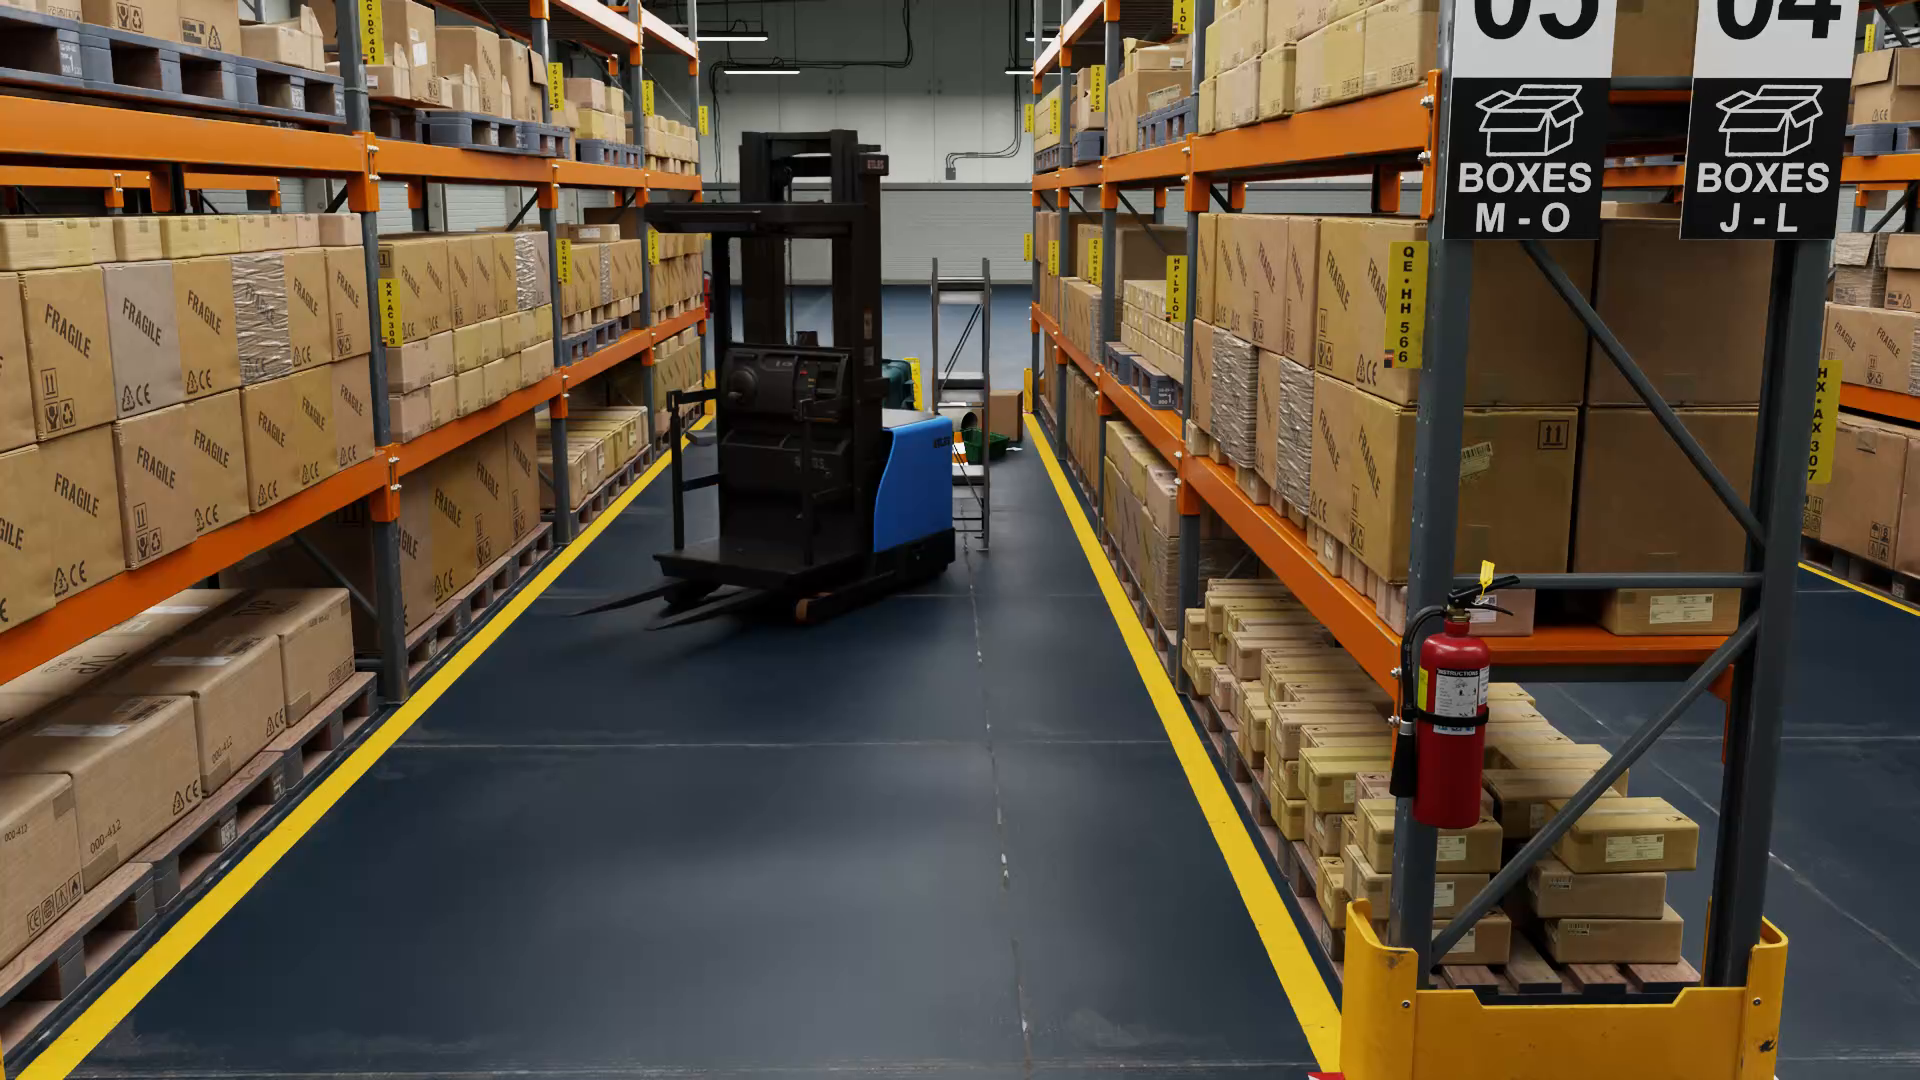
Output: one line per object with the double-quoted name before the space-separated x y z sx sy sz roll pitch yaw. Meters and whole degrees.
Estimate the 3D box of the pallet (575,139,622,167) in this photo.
"pallet" -3.556 -3.277 14.095 1.213 0.211 1.003 0 11 -1

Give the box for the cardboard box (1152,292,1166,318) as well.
"cardboard box" 1.389 -1.444 10.213 0.380 0.149 0.250 0 11 -2

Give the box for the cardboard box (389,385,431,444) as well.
"cardboard box" -3.066 -0.653 8.611 0.500 0.250 0.500 -1 11 -2

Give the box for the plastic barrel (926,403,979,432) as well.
"plastic barrel" -0.097 -1.225 17.534 0.512 0.421 0.421 9 15 38

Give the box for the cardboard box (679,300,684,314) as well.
"cardboard box" -3.251 -2.573 18.328 0.380 0.149 0.250 0 11 -2

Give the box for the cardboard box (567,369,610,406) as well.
"cardboard box" -3.767 -1.571 16.729 0.500 0.500 0.500 0 11 -2

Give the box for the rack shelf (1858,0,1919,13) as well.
"rack shelf" 6.463 -4.263 13.754 1.077 0.370 4.000 0 11 -1

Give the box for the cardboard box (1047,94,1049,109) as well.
"cardboard box" 1.109 -4.583 17.382 0.380 0.149 0.250 0 11 -2

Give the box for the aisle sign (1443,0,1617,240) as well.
"aisle sign" 1.410 -1.142 4.103 0.394 0.787 0.004 0 11 -1

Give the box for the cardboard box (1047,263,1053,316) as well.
"cardboard box" 1.402 -2.737 18.131 0.875 0.550 0.500 0 11 -1

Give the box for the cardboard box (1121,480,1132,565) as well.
"cardboard box" 1.332 -0.111 10.791 0.500 0.500 0.500 -1 11 -3

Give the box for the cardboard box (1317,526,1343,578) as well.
"cardboard box" 1.403 0.026 5.517 0.380 0.149 0.250 0 11 0

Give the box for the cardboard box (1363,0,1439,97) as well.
"cardboard box" 1.435 -1.369 4.596 0.500 0.250 0.500 0 11 -2

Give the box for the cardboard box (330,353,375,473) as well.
"cardboard box" -3.056 -0.596 7.700 0.500 0.500 0.500 0 11 -1

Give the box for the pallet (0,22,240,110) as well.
"pallet" -3.292 -1.660 5.876 1.003 0.211 1.213 0 11 -1

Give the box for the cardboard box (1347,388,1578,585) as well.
"cardboard box" 1.442 -0.166 4.835 0.500 0.500 0.500 0 11 0

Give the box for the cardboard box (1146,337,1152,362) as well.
"cardboard box" 1.380 -1.203 10.520 0.380 0.149 0.250 0 11 0

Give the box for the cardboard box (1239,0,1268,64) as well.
"cardboard box" 1.398 -2.024 6.568 0.500 0.250 0.500 0 11 0

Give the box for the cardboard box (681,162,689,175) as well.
"cardboard box" -3.273 -4.198 18.796 0.380 0.149 0.250 0 11 1

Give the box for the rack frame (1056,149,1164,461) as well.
"rack frame" 1.461 -2.269 16.197 1.000 3.000 0.127 0 11 -1

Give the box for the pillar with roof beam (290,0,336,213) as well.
"pillar with roof beam" -5.238 -7.011 24.482 9.100 9.000 0.400 0 11 -1

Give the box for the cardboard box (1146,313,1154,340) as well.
"cardboard box" 1.381 -1.349 10.492 0.380 0.149 0.250 0 11 -2

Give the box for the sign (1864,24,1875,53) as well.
"sign" 10.741 -5.921 19.636 0.100 0.325 0.005 0 11 -1

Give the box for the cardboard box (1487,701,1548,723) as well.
"cardboard box" 1.950 0.702 6.173 0.380 0.149 0.250 0 11 1

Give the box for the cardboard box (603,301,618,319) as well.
"cardboard box" -3.193 -2.007 14.483 0.380 0.149 0.250 0 11 -1

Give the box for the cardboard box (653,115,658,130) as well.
"cardboard box" -3.197 -4.134 16.474 0.380 0.149 0.250 -1 11 -3

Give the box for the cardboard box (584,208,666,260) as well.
"cardboard box" -3.279 -3.001 16.295 0.700 0.500 0.500 0 11 -2

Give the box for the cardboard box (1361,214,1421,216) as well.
"cardboard box" 1.918 -1.066 6.756 0.500 0.500 0.500 0 11 0

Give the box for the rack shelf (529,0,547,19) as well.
"rack shelf" -3.362 -3.427 9.634 1.077 0.370 4.000 0 11 -1

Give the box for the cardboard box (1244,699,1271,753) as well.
"cardboard box" 1.356 0.747 6.700 0.380 0.149 0.250 0 11 -1

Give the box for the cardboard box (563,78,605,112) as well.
"cardboard box" -3.304 -3.758 14.059 0.500 0.250 0.500 0 11 0

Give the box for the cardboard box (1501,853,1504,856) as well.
"cardboard box" 1.918 1.102 5.699 0.380 0.149 0.250 0 11 -1

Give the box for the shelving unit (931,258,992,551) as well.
"shelving unit" 0.003 -0.996 12.188 0.431 2.100 0.503 0 11 -1

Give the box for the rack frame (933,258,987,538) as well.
"rack frame" -0.002 -1.045 12.427 0.400 2.100 0.015 0 11 -1

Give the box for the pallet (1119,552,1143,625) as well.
"pallet" 1.580 0.290 10.597 1.003 0.211 1.213 0 11 -1

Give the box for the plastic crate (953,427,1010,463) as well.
"plastic crate" 0.147 -0.948 16.615 0.450 0.188 0.662 17 18 26

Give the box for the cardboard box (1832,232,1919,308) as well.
"cardboard box" 6.503 -1.869 11.453 0.797 0.503 0.637 0 11 1

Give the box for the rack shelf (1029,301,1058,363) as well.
"rack shelf" 1.419 -2.314 18.228 1.077 0.370 4.000 0 11 -1

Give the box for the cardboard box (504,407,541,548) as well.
"cardboard box" -3.472 -0.460 11.570 0.875 0.875 0.875 0 11 -2

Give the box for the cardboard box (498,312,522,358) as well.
"cardboard box" -3.094 -1.306 10.571 0.500 0.250 0.500 -1 11 -3

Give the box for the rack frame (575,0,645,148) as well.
"rack frame" -3.486 -5.168 15.402 1.000 3.000 0.127 0 11 -1

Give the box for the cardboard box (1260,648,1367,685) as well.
"cardboard box" 1.467 0.552 6.910 0.380 0.149 0.250 -1 11 -4

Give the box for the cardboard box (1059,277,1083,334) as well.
"cardboard box" 1.202 -2.212 15.667 0.500 0.500 0.500 0 11 -1

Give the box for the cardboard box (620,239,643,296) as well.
"cardboard box" -3.247 -2.538 15.469 0.500 0.500 0.500 0 11 -2

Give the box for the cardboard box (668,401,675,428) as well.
"cardboard box" -3.251 -1.311 17.336 0.500 0.250 0.500 0 11 2

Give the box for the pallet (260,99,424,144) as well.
"pallet" -3.389 -2.196 8.778 0.805 0.209 1.217 -1 11 -3

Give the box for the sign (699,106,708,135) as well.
"sign" -3.014 -4.926 19.523 0.100 0.325 0.005 0 11 -1

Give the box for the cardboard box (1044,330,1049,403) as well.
"cardboard box" 1.458 -2.094 19.623 0.875 0.875 0.875 0 11 -1

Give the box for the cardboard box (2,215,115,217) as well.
"cardboard box" -3.497 -1.177 6.420 0.380 0.149 0.250 0 11 -1

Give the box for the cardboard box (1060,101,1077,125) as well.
"cardboard box" 1.194 -4.163 16.310 0.500 0.250 0.500 0 11 -2

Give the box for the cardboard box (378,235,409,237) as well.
"cardboard box" -3.616 -1.571 9.994 0.500 0.500 0.500 0 11 0

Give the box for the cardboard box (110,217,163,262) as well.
"cardboard box" -2.981 -1.029 5.691 0.380 0.149 0.250 0 11 -1

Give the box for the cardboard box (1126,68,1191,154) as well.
"cardboard box" 1.322 -2.679 10.425 0.500 0.500 0.500 0 11 -1

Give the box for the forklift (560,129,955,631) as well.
"forklift" -1.207 -1.025 10.238 1.130 2.935 3.031 7 13 29

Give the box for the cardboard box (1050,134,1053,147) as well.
"cardboard box" 1.116 -4.094 16.973 0.380 0.149 0.250 0 11 -1

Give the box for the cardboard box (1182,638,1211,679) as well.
"cardboard box" 1.312 0.587 8.237 0.380 0.149 0.250 -1 11 -4

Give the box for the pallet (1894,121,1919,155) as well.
"pallet" 6.597 -2.501 10.274 1.003 0.211 1.213 0 11 1
